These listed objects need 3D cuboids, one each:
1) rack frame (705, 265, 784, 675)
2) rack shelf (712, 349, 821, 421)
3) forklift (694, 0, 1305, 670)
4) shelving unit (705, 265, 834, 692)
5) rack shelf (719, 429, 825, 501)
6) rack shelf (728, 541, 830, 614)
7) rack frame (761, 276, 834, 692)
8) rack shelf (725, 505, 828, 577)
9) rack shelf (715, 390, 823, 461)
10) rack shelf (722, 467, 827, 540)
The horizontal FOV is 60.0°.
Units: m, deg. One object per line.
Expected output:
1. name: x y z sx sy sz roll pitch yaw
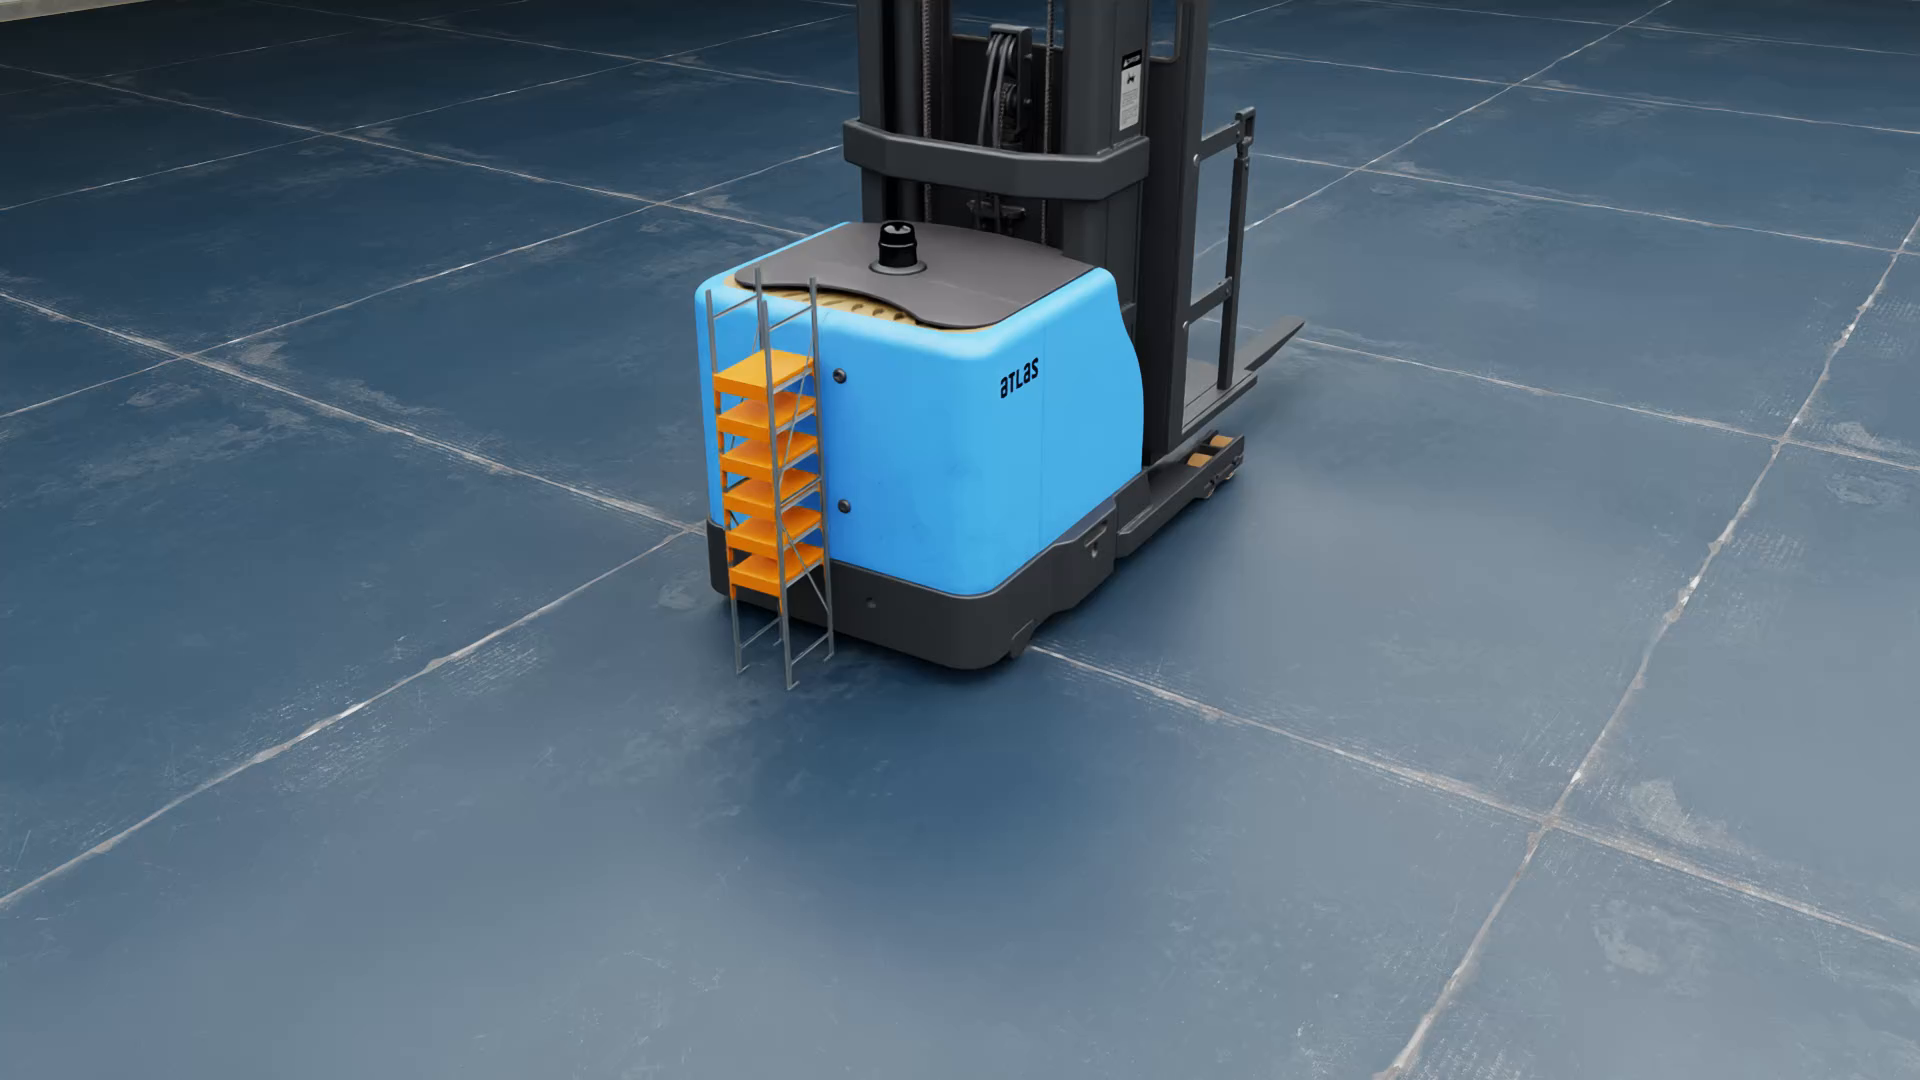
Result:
1. rack frame: -0.608 -0.177 4.770 0.006 1.200 0.240 15 31 27
2. rack shelf: -0.531 -0.436 4.583 0.180 0.103 0.258 15 31 27
3. forklift: 0.402 -1.555 5.573 1.130 2.935 3.031 16 31 28
4. shelving unit: -0.529 -0.156 4.730 0.189 1.200 0.258 15 31 27
5. rack shelf: -0.529 -0.223 4.694 0.180 0.103 0.258 15 31 27
6. rack shelf: -0.526 0.095 4.862 0.180 0.103 0.258 15 31 27
7. rack frame: -0.449 -0.136 4.689 0.006 1.200 0.240 15 31 27
8. rack shelf: -0.527 -0.011 4.806 0.180 0.103 0.258 15 31 27
9. rack shelf: -0.530 -0.329 4.639 0.180 0.103 0.258 15 31 27
10. rack shelf: -0.528 -0.117 4.750 0.180 0.103 0.258 15 31 27
